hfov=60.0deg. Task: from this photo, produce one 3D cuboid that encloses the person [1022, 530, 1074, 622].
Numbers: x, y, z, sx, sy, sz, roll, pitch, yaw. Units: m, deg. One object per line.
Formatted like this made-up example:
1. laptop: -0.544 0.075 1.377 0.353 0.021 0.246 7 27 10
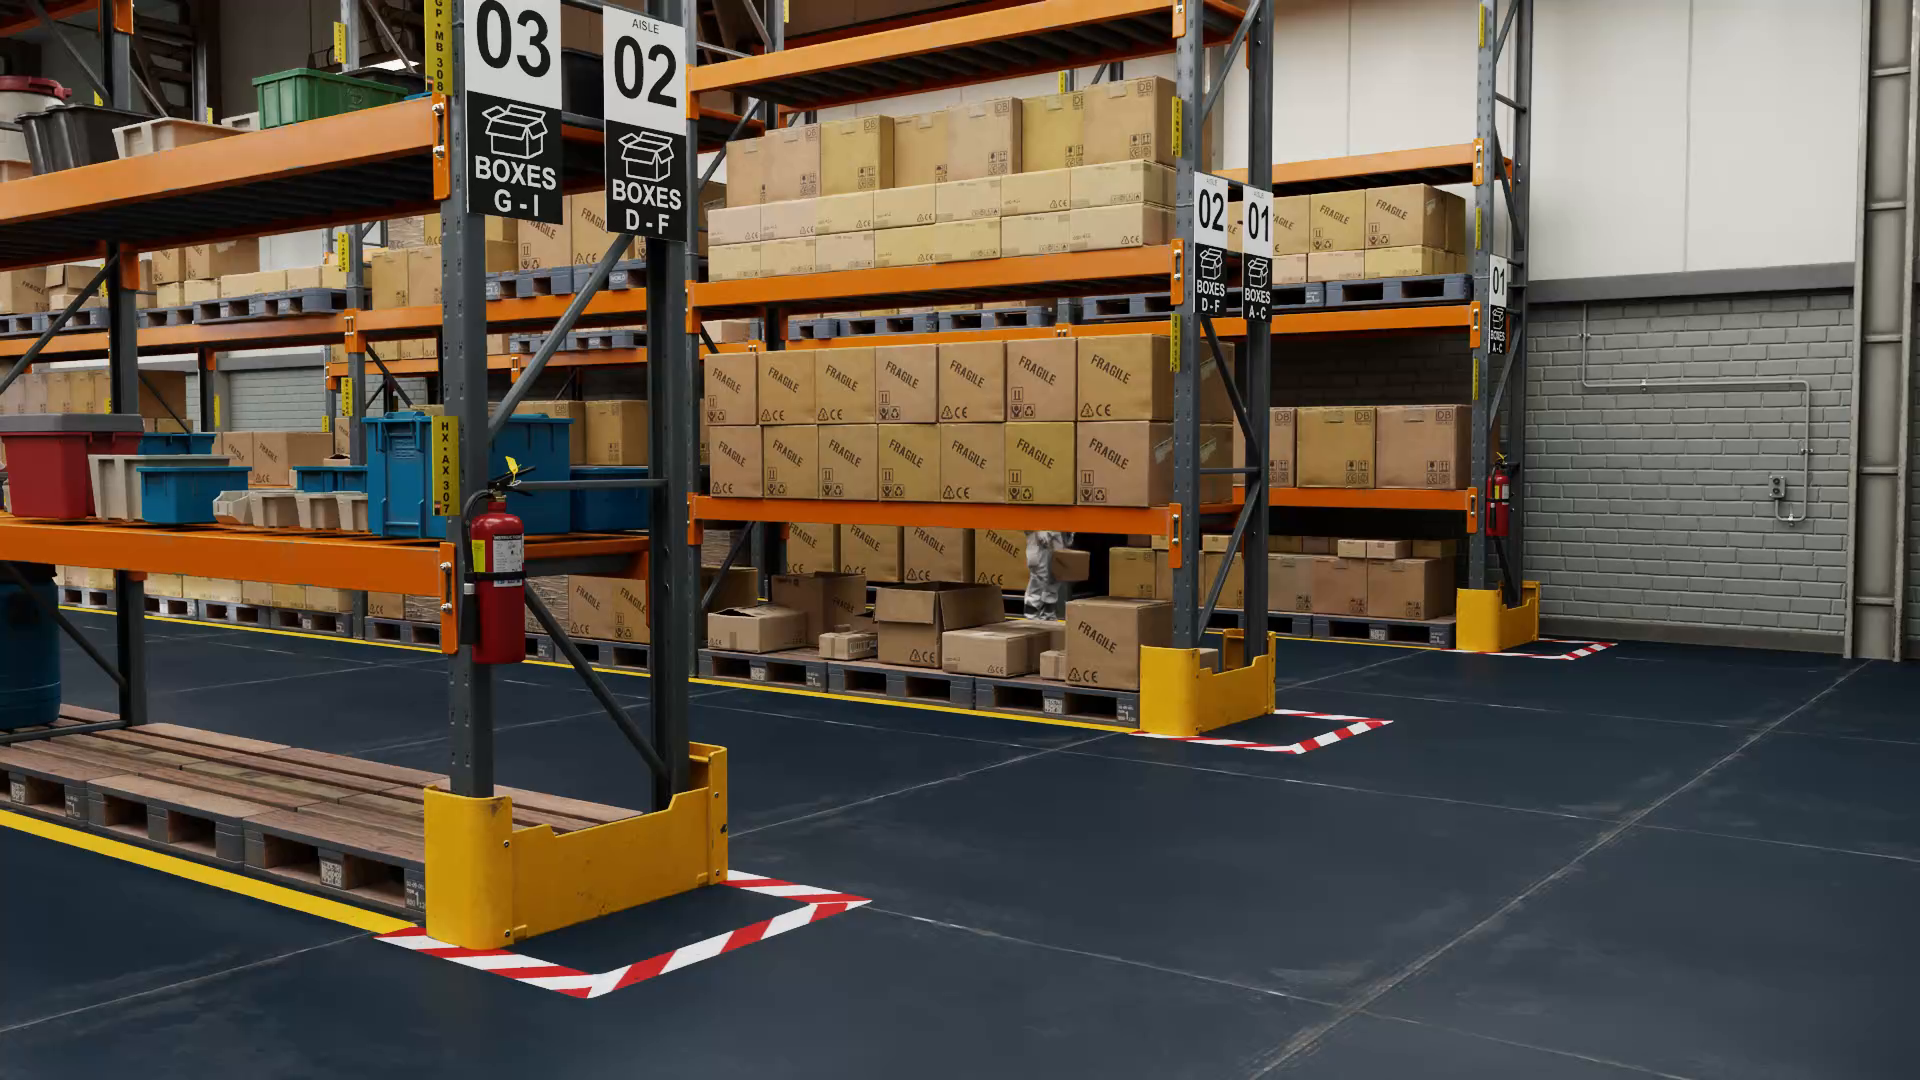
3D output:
1. person: 0.758 -0.066 14.853 0.404 1.787 0.547 2 4 35
